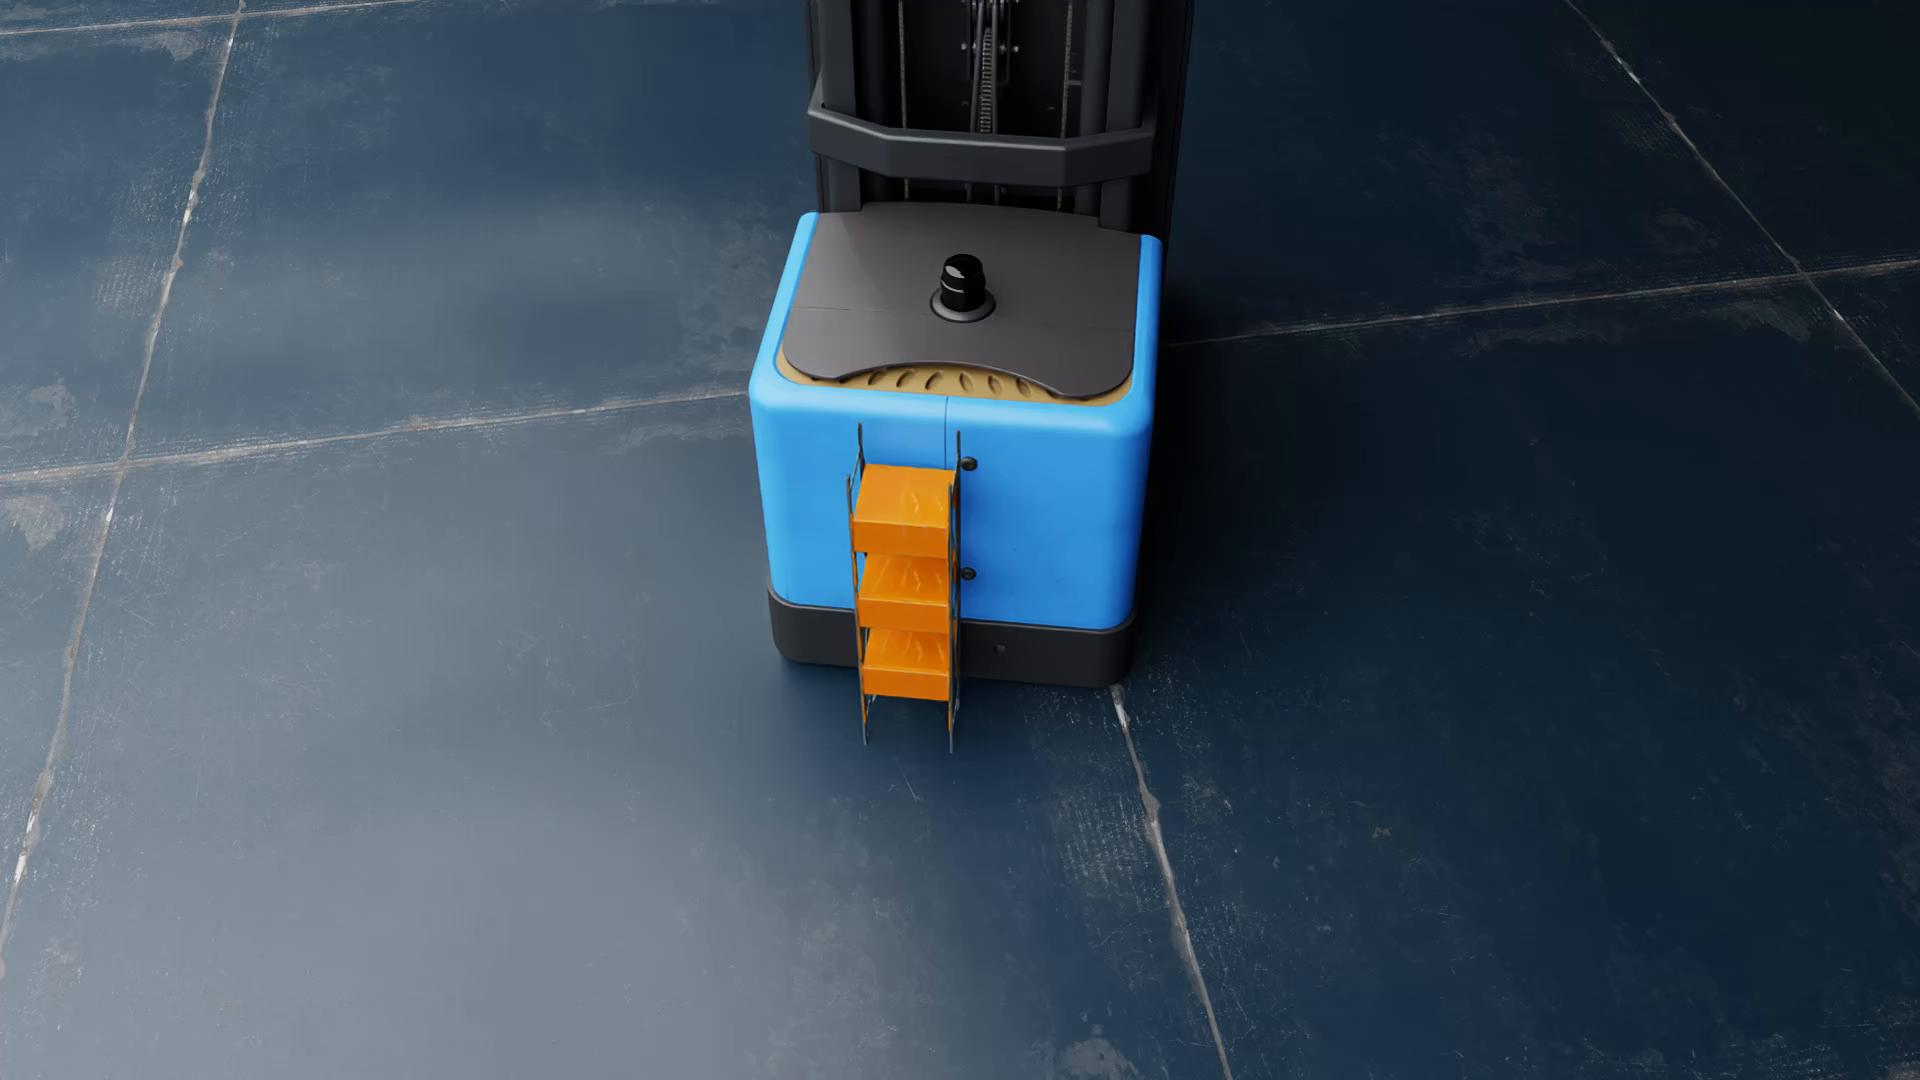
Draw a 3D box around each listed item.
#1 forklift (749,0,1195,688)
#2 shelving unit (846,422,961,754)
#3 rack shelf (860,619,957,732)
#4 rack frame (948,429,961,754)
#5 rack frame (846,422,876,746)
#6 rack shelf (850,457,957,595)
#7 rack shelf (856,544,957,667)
[{"bbox_3d":[0.134,-1.662,4.816,1.130,2.935,3.031,5,46,4],"label":"forklift"},{"bbox_3d":[-0.135,0.156,4.371,0.252,1.050,0.215,5,46,4],"label":"shelving unit"},{"bbox_3d":[-0.135,0.356,4.578,0.240,0.259,0.215,5,46,4],"label":"rack shelf"},{"bbox_3d":[-0.013,0.166,4.361,0.008,1.050,0.200,5,46,4],"label":"rack frame"},{"bbox_3d":[-0.256,0.146,4.380,0.008,1.050,0.200,5,46,4],"label":"rack frame"},{"bbox_3d":[-0.135,-0.033,4.174,0.240,0.259,0.215,5,46,4],"label":"rack shelf"},{"bbox_3d":[-0.135,0.163,4.378,0.240,0.259,0.215,5,46,4],"label":"rack shelf"}]
